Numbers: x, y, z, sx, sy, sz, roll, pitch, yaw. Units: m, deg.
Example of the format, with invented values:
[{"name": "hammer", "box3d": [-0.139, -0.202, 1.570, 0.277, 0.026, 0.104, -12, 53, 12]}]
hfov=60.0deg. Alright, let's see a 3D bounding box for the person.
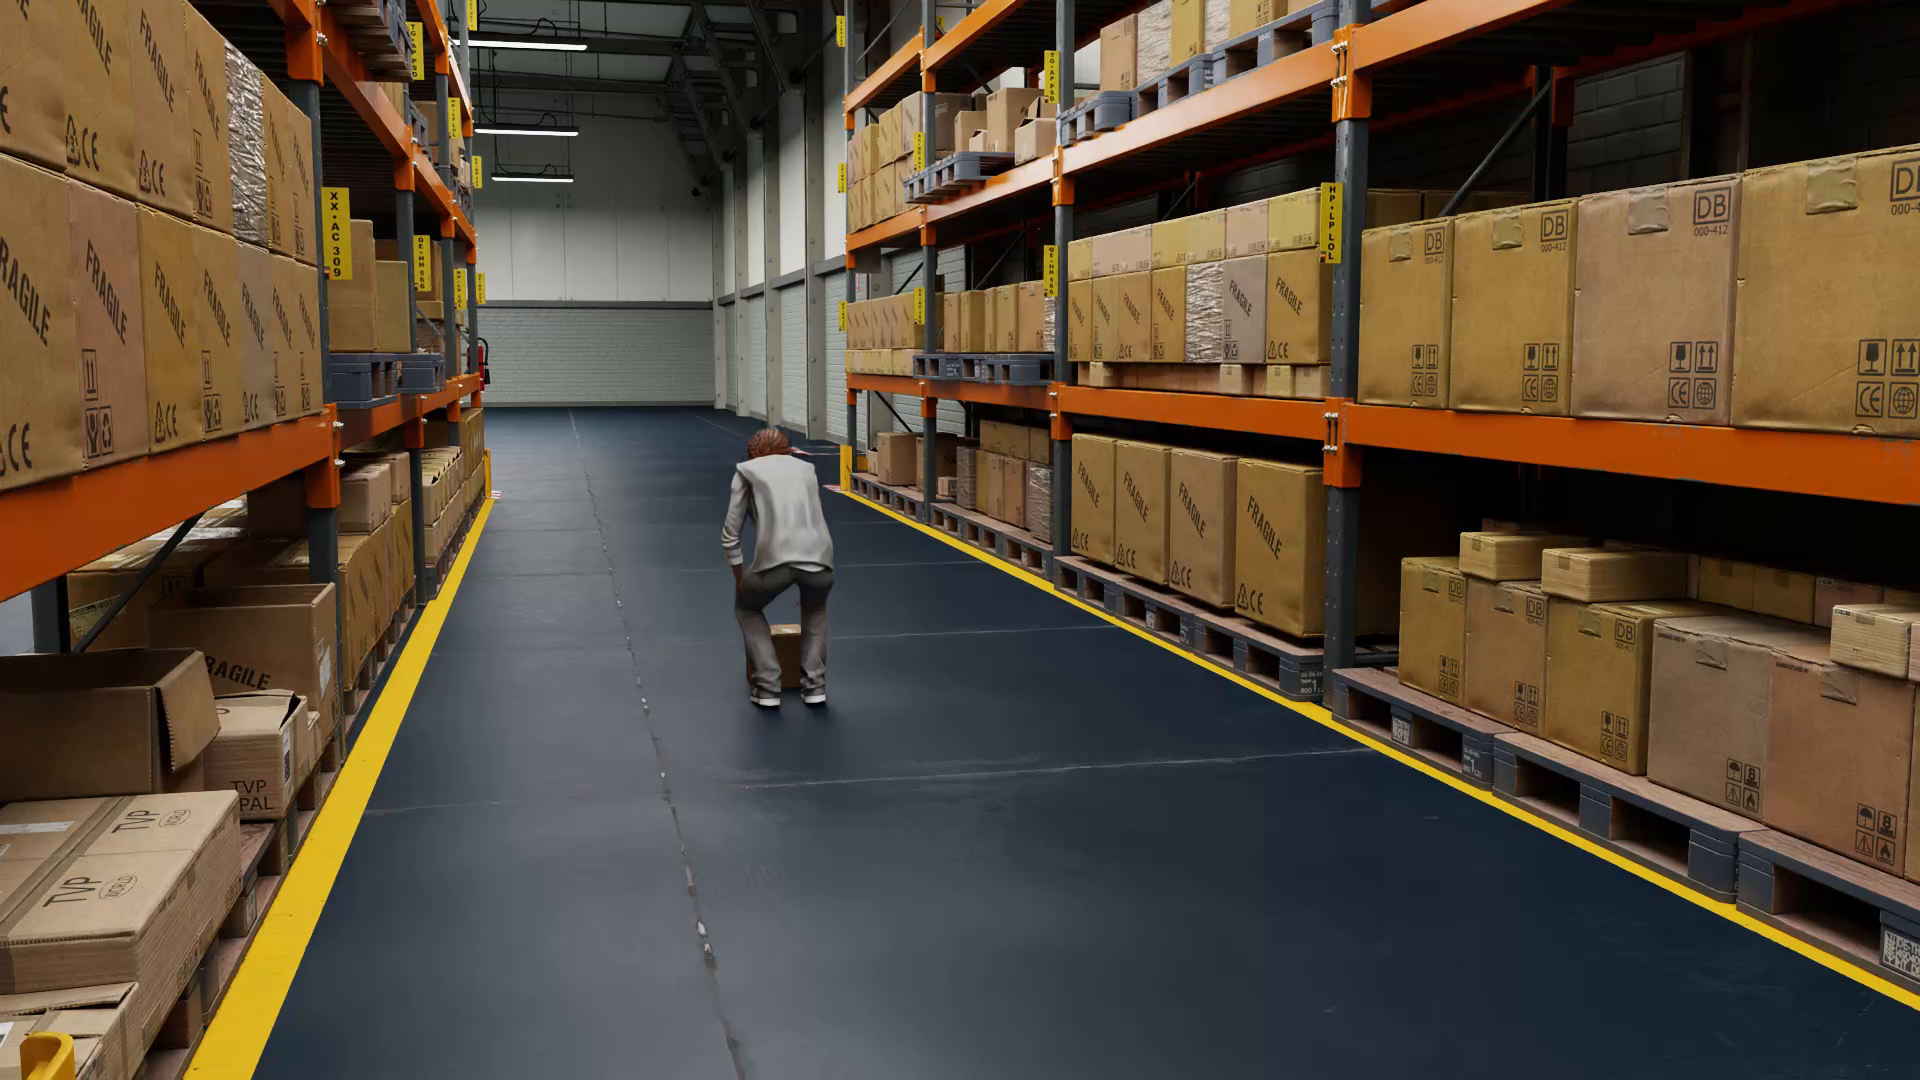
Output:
[{"name": "person", "box3d": [-0.786, 0.117, 7.203, 0.461, 1.186, 0.714, -2, 7, -14]}]
